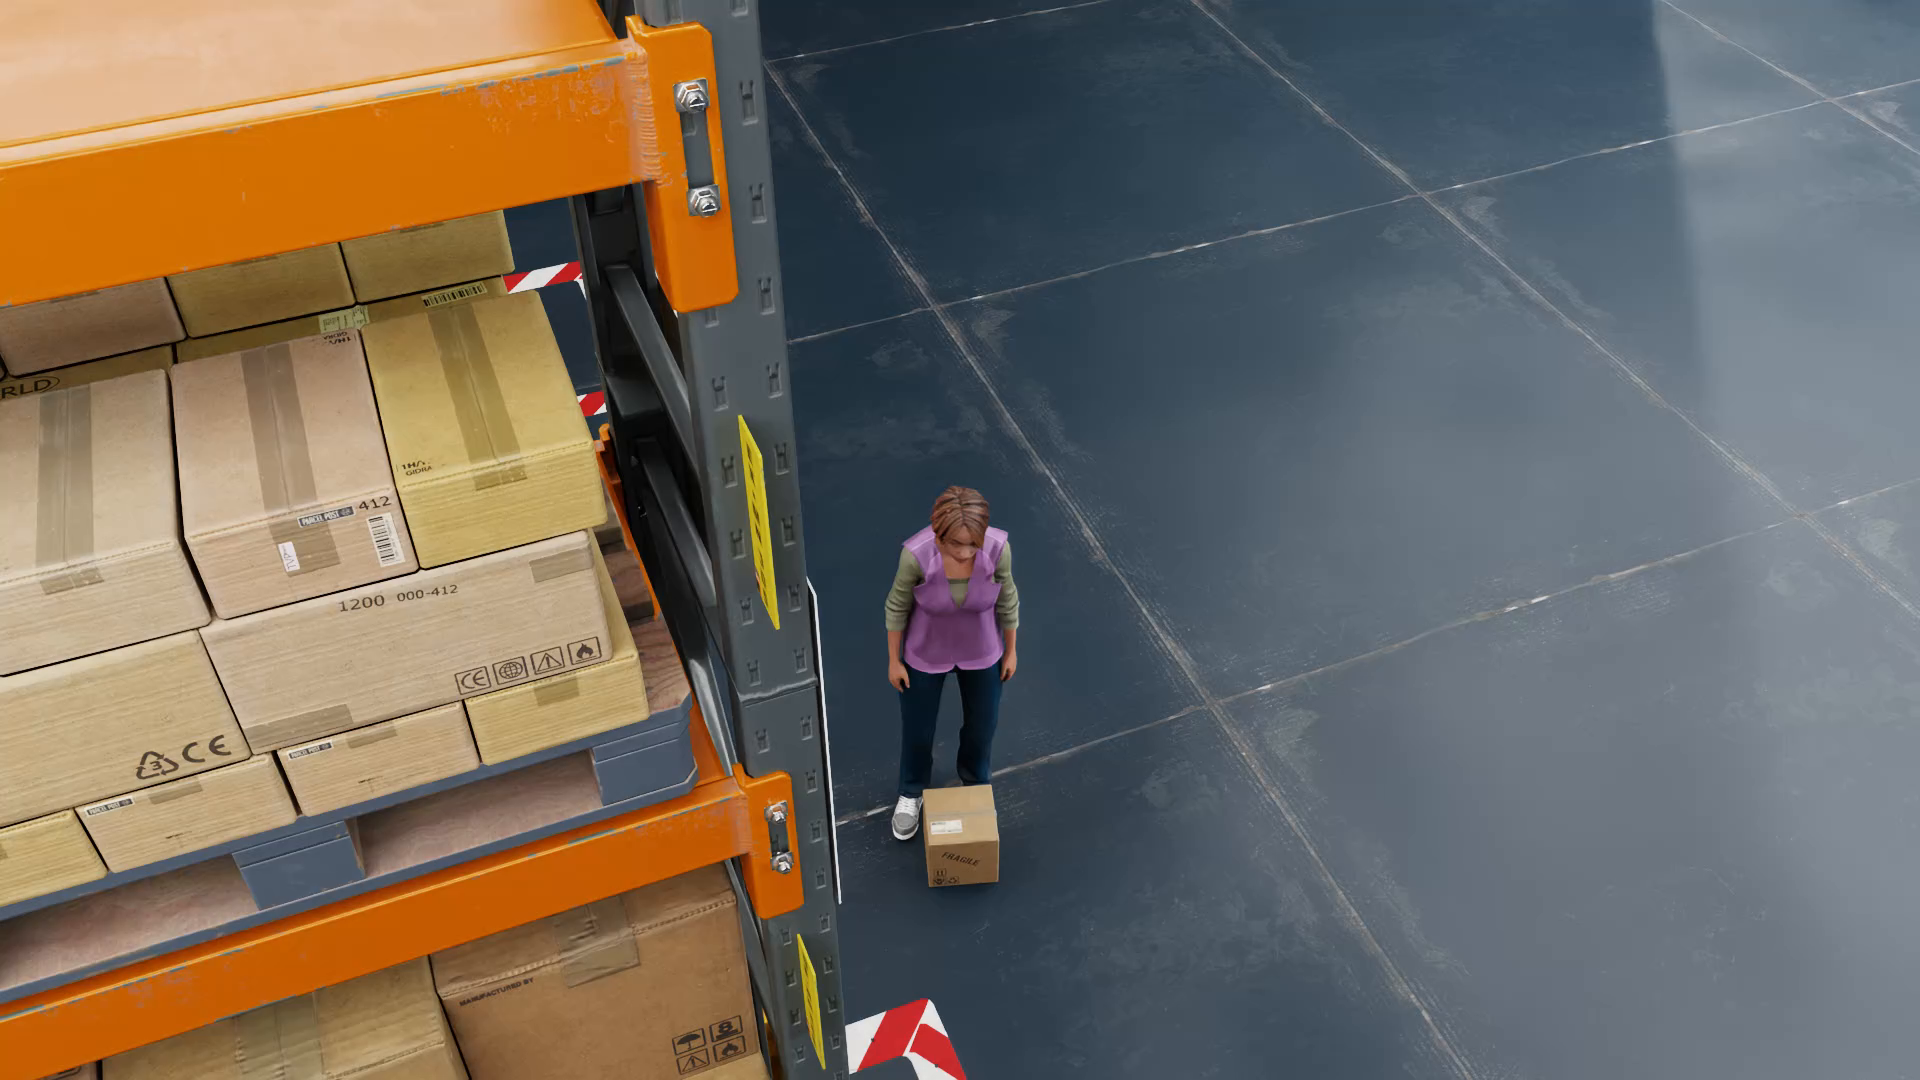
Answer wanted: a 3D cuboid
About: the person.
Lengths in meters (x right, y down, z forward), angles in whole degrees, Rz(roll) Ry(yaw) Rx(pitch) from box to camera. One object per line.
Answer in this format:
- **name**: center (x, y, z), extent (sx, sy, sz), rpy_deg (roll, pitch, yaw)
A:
- **person**: center (-0.029, 0.410, 5.718), extent (0.465, 1.593, 0.347), rpy_deg (-3, 42, -4)
